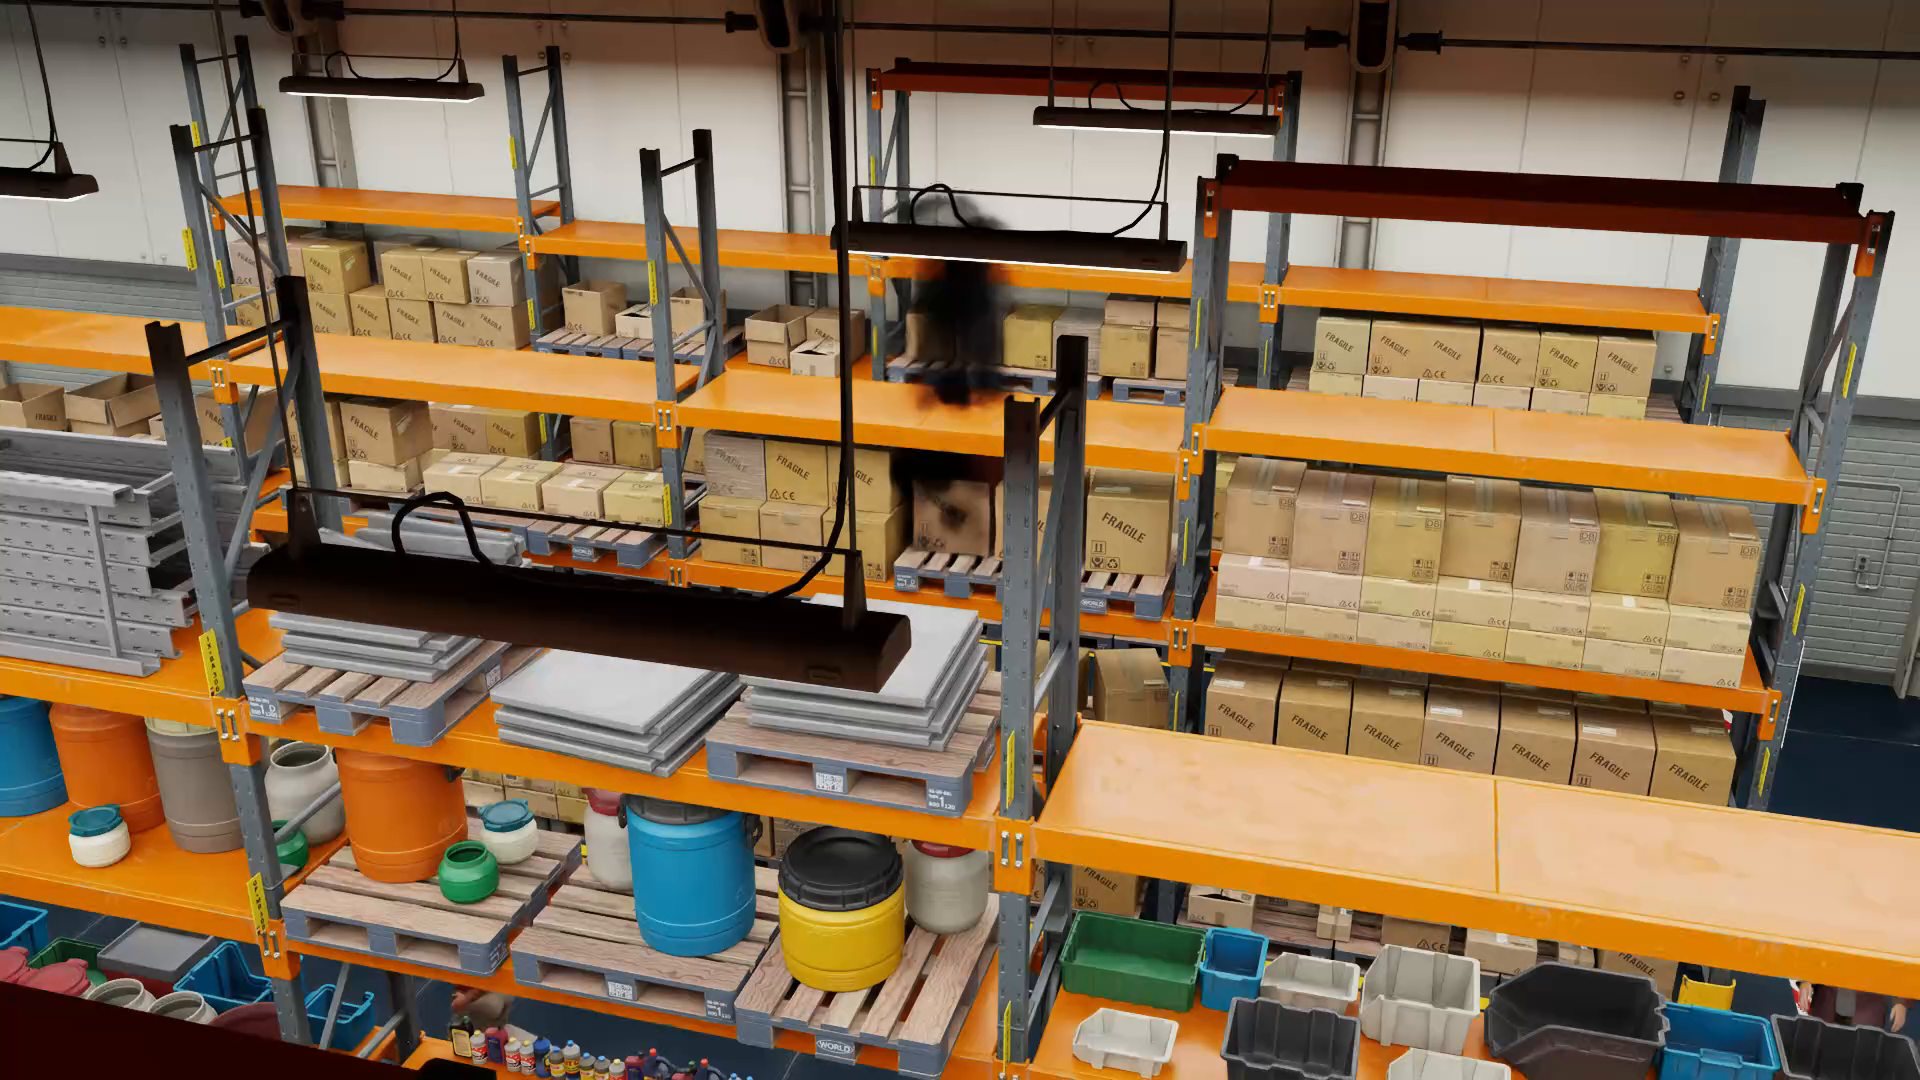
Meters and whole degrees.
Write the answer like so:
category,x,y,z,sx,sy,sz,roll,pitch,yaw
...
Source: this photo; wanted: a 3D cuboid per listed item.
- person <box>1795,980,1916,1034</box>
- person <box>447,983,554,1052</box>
category,x,y,z,sx,sy,sz,roll,pitch,yaw
person,5.914,3.101,11.098,0.763,1.754,0.747,17,28,35
person,-3.145,3.095,11.183,0.815,1.726,0.673,5,23,13
